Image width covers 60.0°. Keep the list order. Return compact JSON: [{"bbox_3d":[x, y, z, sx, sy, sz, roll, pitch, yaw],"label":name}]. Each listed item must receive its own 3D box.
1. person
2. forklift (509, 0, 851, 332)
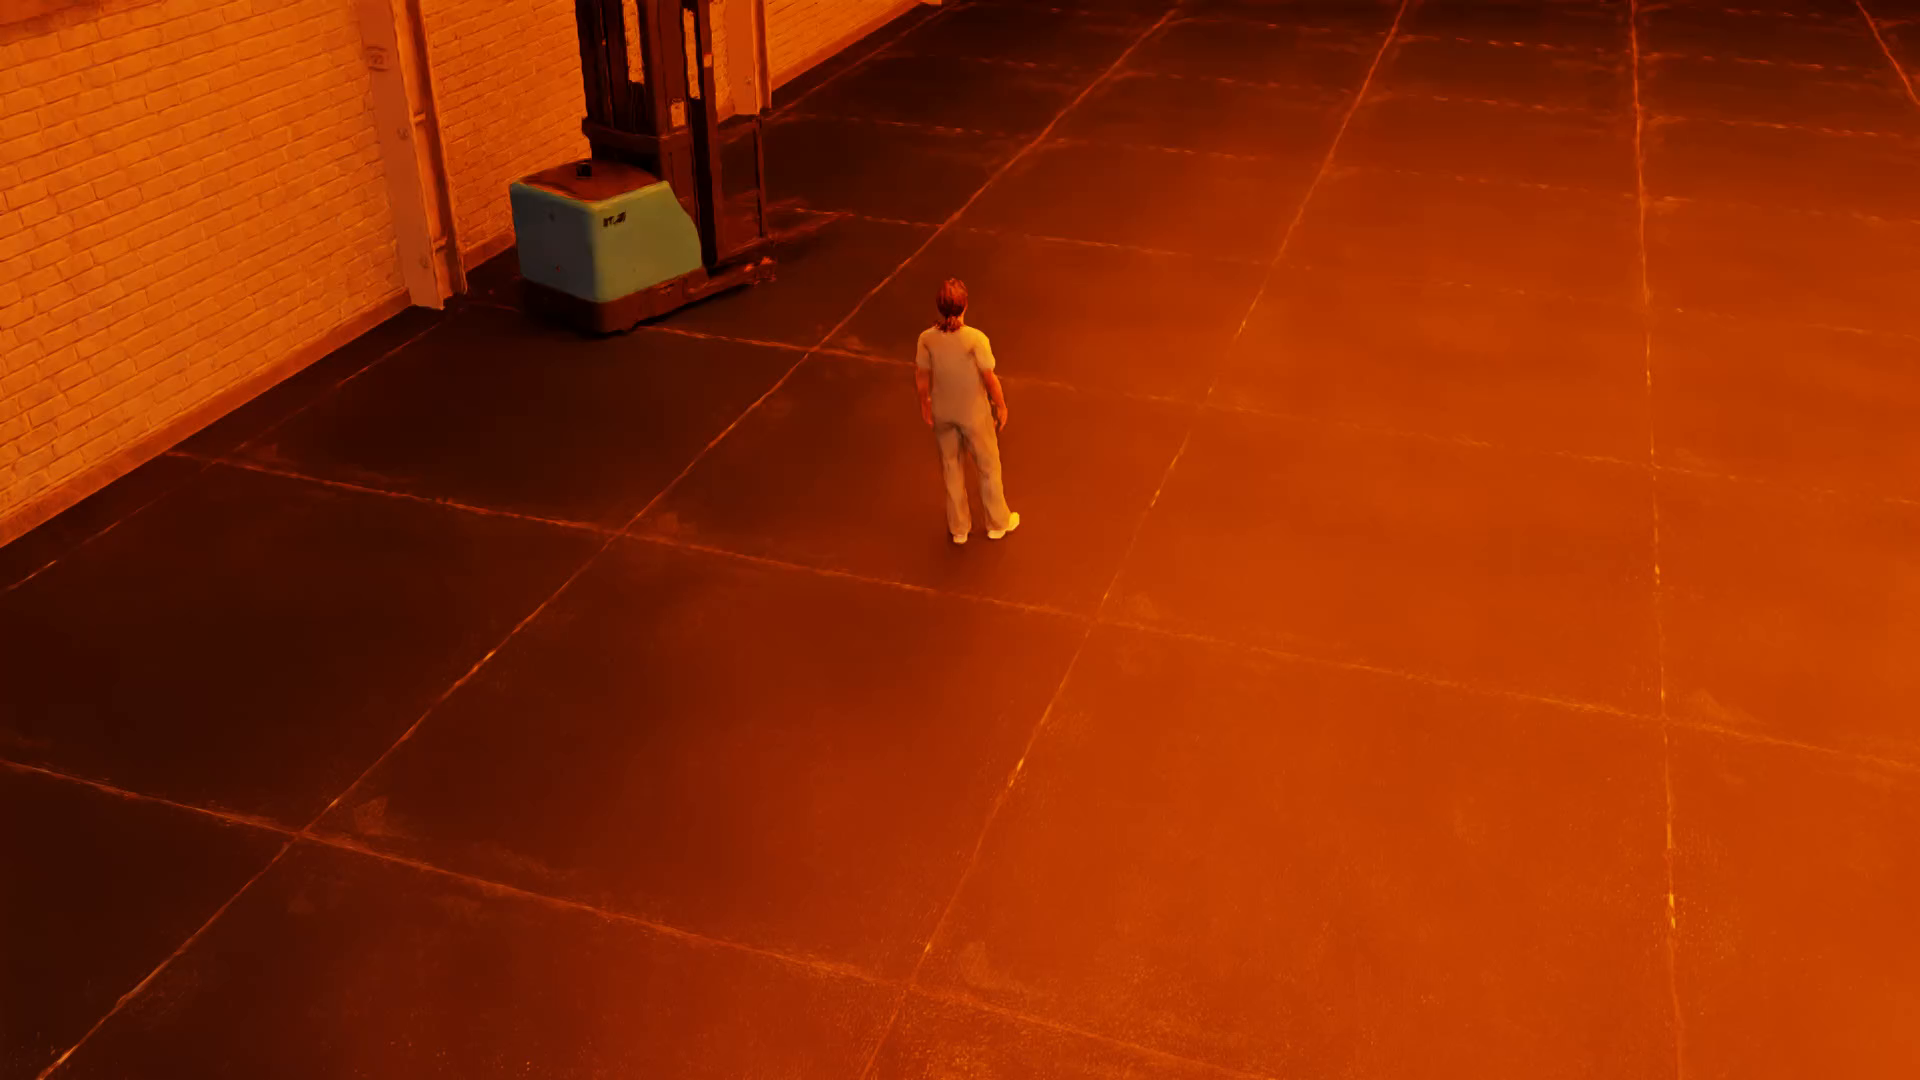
[{"bbox_3d":[0.039,-0.766,9.744,0.550,1.663,0.532,10,31,16],"label":"person"},{"bbox_3d":[-2.176,-3.526,13.322,1.130,2.935,3.031,22,36,33],"label":"forklift"}]
